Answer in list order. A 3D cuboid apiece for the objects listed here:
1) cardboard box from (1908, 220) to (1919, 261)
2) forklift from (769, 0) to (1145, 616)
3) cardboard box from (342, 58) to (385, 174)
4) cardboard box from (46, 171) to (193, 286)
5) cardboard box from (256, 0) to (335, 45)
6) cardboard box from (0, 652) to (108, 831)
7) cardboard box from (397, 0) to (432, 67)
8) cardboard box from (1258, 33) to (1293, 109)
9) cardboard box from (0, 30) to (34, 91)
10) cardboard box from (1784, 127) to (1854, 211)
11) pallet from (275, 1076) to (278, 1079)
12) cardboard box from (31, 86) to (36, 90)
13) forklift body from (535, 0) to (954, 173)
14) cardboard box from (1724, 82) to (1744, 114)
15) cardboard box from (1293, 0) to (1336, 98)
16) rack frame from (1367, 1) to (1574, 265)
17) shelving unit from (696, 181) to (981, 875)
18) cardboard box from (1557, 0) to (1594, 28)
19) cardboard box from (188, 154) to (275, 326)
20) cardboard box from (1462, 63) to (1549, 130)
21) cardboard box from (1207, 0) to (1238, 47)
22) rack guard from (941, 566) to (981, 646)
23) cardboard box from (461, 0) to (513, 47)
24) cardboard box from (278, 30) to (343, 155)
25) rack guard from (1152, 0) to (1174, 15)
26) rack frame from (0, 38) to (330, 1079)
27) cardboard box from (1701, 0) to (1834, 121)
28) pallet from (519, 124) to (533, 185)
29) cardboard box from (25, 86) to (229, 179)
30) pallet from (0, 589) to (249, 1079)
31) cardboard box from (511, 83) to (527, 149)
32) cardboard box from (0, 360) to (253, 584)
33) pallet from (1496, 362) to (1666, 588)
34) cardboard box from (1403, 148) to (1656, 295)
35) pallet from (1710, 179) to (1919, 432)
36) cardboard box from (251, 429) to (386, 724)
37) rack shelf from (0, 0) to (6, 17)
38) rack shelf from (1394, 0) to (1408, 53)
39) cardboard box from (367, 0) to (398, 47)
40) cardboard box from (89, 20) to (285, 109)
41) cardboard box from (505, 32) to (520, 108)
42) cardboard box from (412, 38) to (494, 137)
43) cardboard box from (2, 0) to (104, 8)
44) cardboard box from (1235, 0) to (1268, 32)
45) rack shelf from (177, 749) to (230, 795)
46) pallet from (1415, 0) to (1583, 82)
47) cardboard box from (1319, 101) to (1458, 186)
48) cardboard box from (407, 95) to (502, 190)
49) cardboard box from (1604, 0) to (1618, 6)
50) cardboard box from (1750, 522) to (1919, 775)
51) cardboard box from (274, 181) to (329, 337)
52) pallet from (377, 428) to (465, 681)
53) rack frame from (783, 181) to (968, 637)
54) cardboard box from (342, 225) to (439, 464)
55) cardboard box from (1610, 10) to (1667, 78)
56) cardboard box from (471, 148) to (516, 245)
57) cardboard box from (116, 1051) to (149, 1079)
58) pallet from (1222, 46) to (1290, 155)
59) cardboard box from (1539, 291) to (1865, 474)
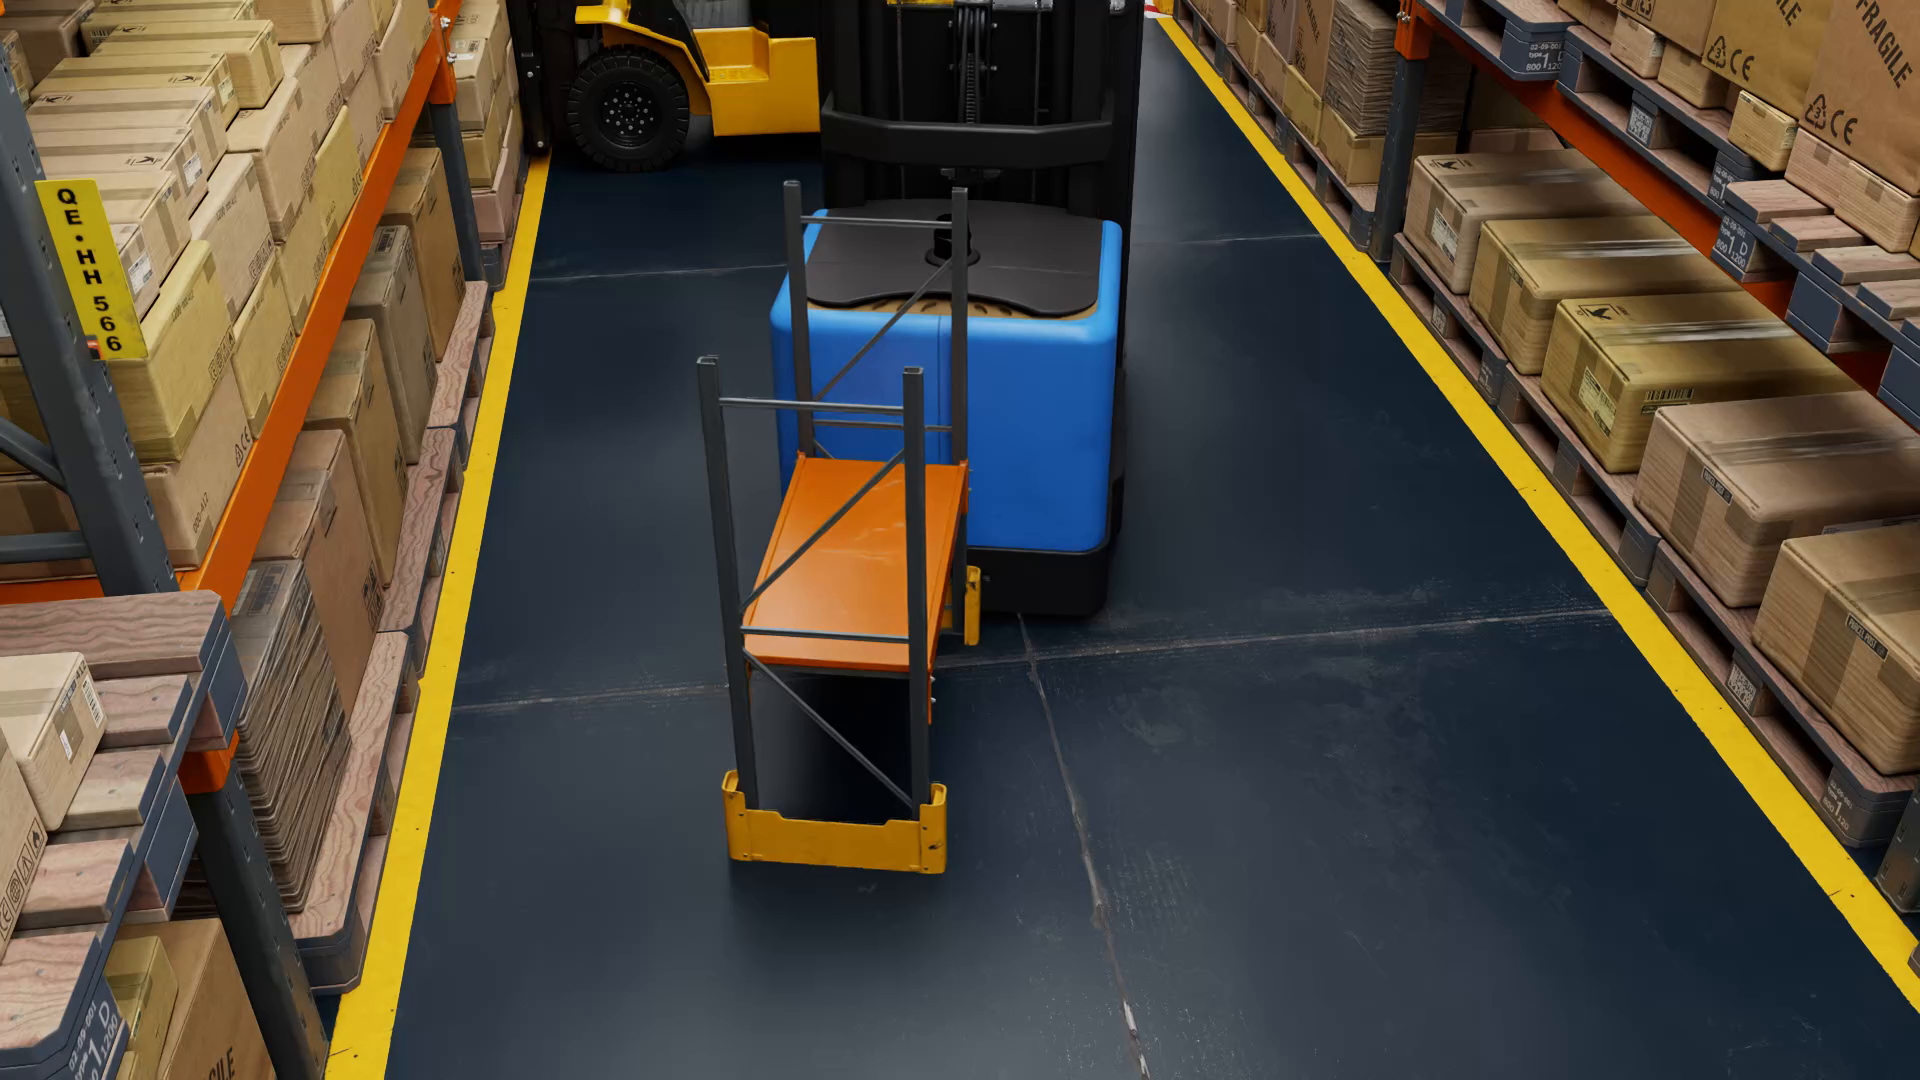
[{"bbox_3d":[2.541,-0.714,3.984,0.380,0.149,0.250,-4,34,-6],"label":"cardboard box"},{"bbox_3d":[0.088,-1.782,5.762,1.130,2.935,3.031,3,34,5],"label":"forklift"},{"bbox_3d":[-2.093,-1.306,5.136,0.500,0.250,0.500,-4,34,-6],"label":"cardboard box"},{"bbox_3d":[-1.780,-0.615,3.324,0.380,0.149,0.250,-4,34,-5],"label":"cardboard box"},{"bbox_3d":[-1.950,-1.471,4.581,0.380,0.149,0.250,-5,35,-8],"label":"cardboard box"},{"bbox_3d":[-1.523,0.311,2.480,0.380,0.149,0.250,-4,34,-5],"label":"cardboard box"},{"bbox_3d":[-2.203,-1.865,5.957,0.500,0.250,0.500,-4,34,-5],"label":"cardboard box"},{"bbox_3d":[1.897,-2.494,8.815,0.500,0.250,0.500,-4,34,-6],"label":"cardboard box"},{"bbox_3d":[-2.533,-1.135,4.088,0.380,0.149,0.250,-5,35,-7],"label":"cardboard box"},{"bbox_3d":[2.437,-0.992,4.392,0.380,0.149,0.250,-6,35,-9],"label":"cardboard box"},{"bbox_3d":[-1.929,1.615,3.193,1.003,0.211,1.213,-4,35,-6],"label":"pallet"},{"bbox_3d":[-2.523,-1.177,4.503,0.500,0.250,0.500,-5,35,-7],"label":"cardboard box"},{"bbox_3d":[-1.005,-3.150,8.463,2.313,2.155,1.214,-4,35,-6],"label":"forklift body"},{"bbox_3d":[2.477,-1.294,4.836,0.380,0.149,0.250,-4,34,-6],"label":"cardboard box"},{"bbox_3d":[1.973,-2.508,8.169,0.500,0.500,0.500,-4,34,-6],"label":"cardboard box"},{"bbox_3d":[2.388,-2.567,6.853,1.000,3.000,0.127,-4,35,-6],"label":"rack frame"},{"bbox_3d":[-0.280,-0.044,4.483,0.587,1.500,1.083,3,34,5],"label":"shelving unit"},{"bbox_3d":[2.281,-1.865,5.673,0.380,0.149,0.250,-4,34,-6],"label":"cardboard box"},{"bbox_3d":[-1.876,-0.647,3.725,0.500,0.250,0.500,-3,34,-5],"label":"cardboard box"},{"bbox_3d":[2.577,-2.264,7.811,0.500,0.500,0.500,-3,34,-4],"label":"cardboard box"},{"bbox_3d":[1.746,-3.080,9.674,0.500,0.250,0.500,-3,34,-5],"label":"cardboard box"},{"bbox_3d":[-0.231,0.193,5.244,0.587,0.250,0.087,3,34,5],"label":"rack guard"},{"bbox_3d":[-2.421,-2.496,7.930,0.500,0.250,0.500,-3,34,-5],"label":"cardboard box"},{"bbox_3d":[-2.022,-1.224,4.571,0.500,0.250,0.500,-4,34,-6],"label":"cardboard box"},{"bbox_3d":[1.861,-3.724,10.770,1.175,0.500,0.348,-4,35,-6],"label":"rack guard"},{"bbox_3d":[-1.992,0.043,3.023,1.000,3.000,0.127,-4,35,-6],"label":"rack frame"},{"bbox_3d":[2.440,-1.474,4.524,0.500,0.500,0.500,-7,35,-10],"label":"cardboard box"},{"bbox_3d":[-2.763,-2.166,8.741,1.003,0.211,1.213,-4,35,-6],"label":"pallet"},{"bbox_3d":[-1.888,-0.901,3.744,0.380,0.149,0.250,-4,34,-6],"label":"cardboard box"},{"bbox_3d":[-1.831,0.496,2.530,1.213,0.211,1.003,-4,35,-6],"label":"pallet"},{"bbox_3d":[-2.435,-2.089,8.220,0.500,0.250,0.500,-4,34,-6],"label":"cardboard box"},{"bbox_3d":[-1.809,-0.161,3.456,0.500,0.250,0.500,-4,35,-6],"label":"cardboard box"},{"bbox_3d":[2.662,-0.298,6.000,1.003,0.211,1.213,-4,35,-6],"label":"pallet"},{"bbox_3d":[2.461,-1.362,7.045,0.950,0.372,0.625,-4,34,-6],"label":"cardboard box"},{"bbox_3d":[2.725,-0.645,4.203,1.213,0.211,1.003,-4,35,-6],"label":"pallet"},{"bbox_3d":[-2.158,0.138,4.620,0.875,0.625,0.625,-3,34,-5],"label":"cardboard box"},{"bbox_3d":[-2.261,-2.015,4.018,1.077,0.370,4.000,-4,35,-6],"label":"rack shelf"},{"bbox_3d":[2.119,-3.386,8.693,1.077,0.370,4.000,-4,35,-6],"label":"rack shelf"},{"bbox_3d":[-2.134,-1.792,5.406,0.500,0.250,0.500,-5,35,-8],"label":"cardboard box"},{"bbox_3d":[-1.927,-1.186,4.161,0.380,0.149,0.250,-4,34,-5],"label":"cardboard box"},{"bbox_3d":[-2.415,-2.288,8.069,0.500,0.250,0.500,-5,35,-7],"label":"cardboard box"},{"bbox_3d":[-2.284,-1.933,7.104,0.500,0.250,0.500,-5,35,-7],"label":"cardboard box"},{"bbox_3d":[-2.536,-1.431,4.522,0.380,0.149,0.250,-4,34,-6],"label":"cardboard box"},{"bbox_3d":[1.823,-3.090,9.023,0.500,0.500,0.500,-4,34,-5],"label":"cardboard box"},{"bbox_3d":[-1.723,1.457,1.588,1.077,0.370,4.000,-4,35,-6],"label":"rack shelf"},{"bbox_3d":[2.347,-2.050,6.265,1.003,0.211,1.213,-4,35,-6],"label":"pallet"},{"bbox_3d":[2.043,-1.914,7.963,0.500,0.250,0.500,-3,34,-4],"label":"cardboard box"},{"bbox_3d":[-2.289,-1.726,7.244,0.500,0.250,0.500,-5,35,-7],"label":"cardboard box"},{"bbox_3d":[2.288,-2.065,5.391,0.500,0.500,0.500,-5,35,-7],"label":"cardboard box"},{"bbox_3d":[2.860,0.262,4.663,0.950,0.372,0.625,-7,35,-10],"label":"cardboard box"},{"bbox_3d":[-1.948,-0.729,4.289,0.500,0.250,0.500,-5,35,-8],"label":"cardboard box"},{"bbox_3d":[-2.225,0.054,5.483,1.003,0.211,1.213,-4,35,-6],"label":"pallet"},{"bbox_3d":[-0.229,-0.334,4.908,0.500,1.500,0.032,3,34,5],"label":"rack frame"},{"bbox_3d":[-2.352,-0.657,5.786,0.875,0.625,0.625,-5,35,-7],"label":"cardboard box"},{"bbox_3d":[2.297,-1.575,5.247,0.380,0.149,0.250,-3,34,-5],"label":"cardboard box"},{"bbox_3d":[-2.267,-1.521,7.387,0.500,0.250,0.500,-4,34,-6],"label":"cardboard box"},{"bbox_3d":[-1.607,1.041,2.830,0.380,0.149,0.250,-6,35,-9],"label":"cardboard box"},{"bbox_3d":[2.096,-2.469,9.185,1.003,0.211,1.213,-4,35,-6],"label":"pallet"},{"bbox_3d":[2.657,-0.573,5.888,0.950,0.372,0.625,-3,34,-5],"label":"cardboard box"}]
